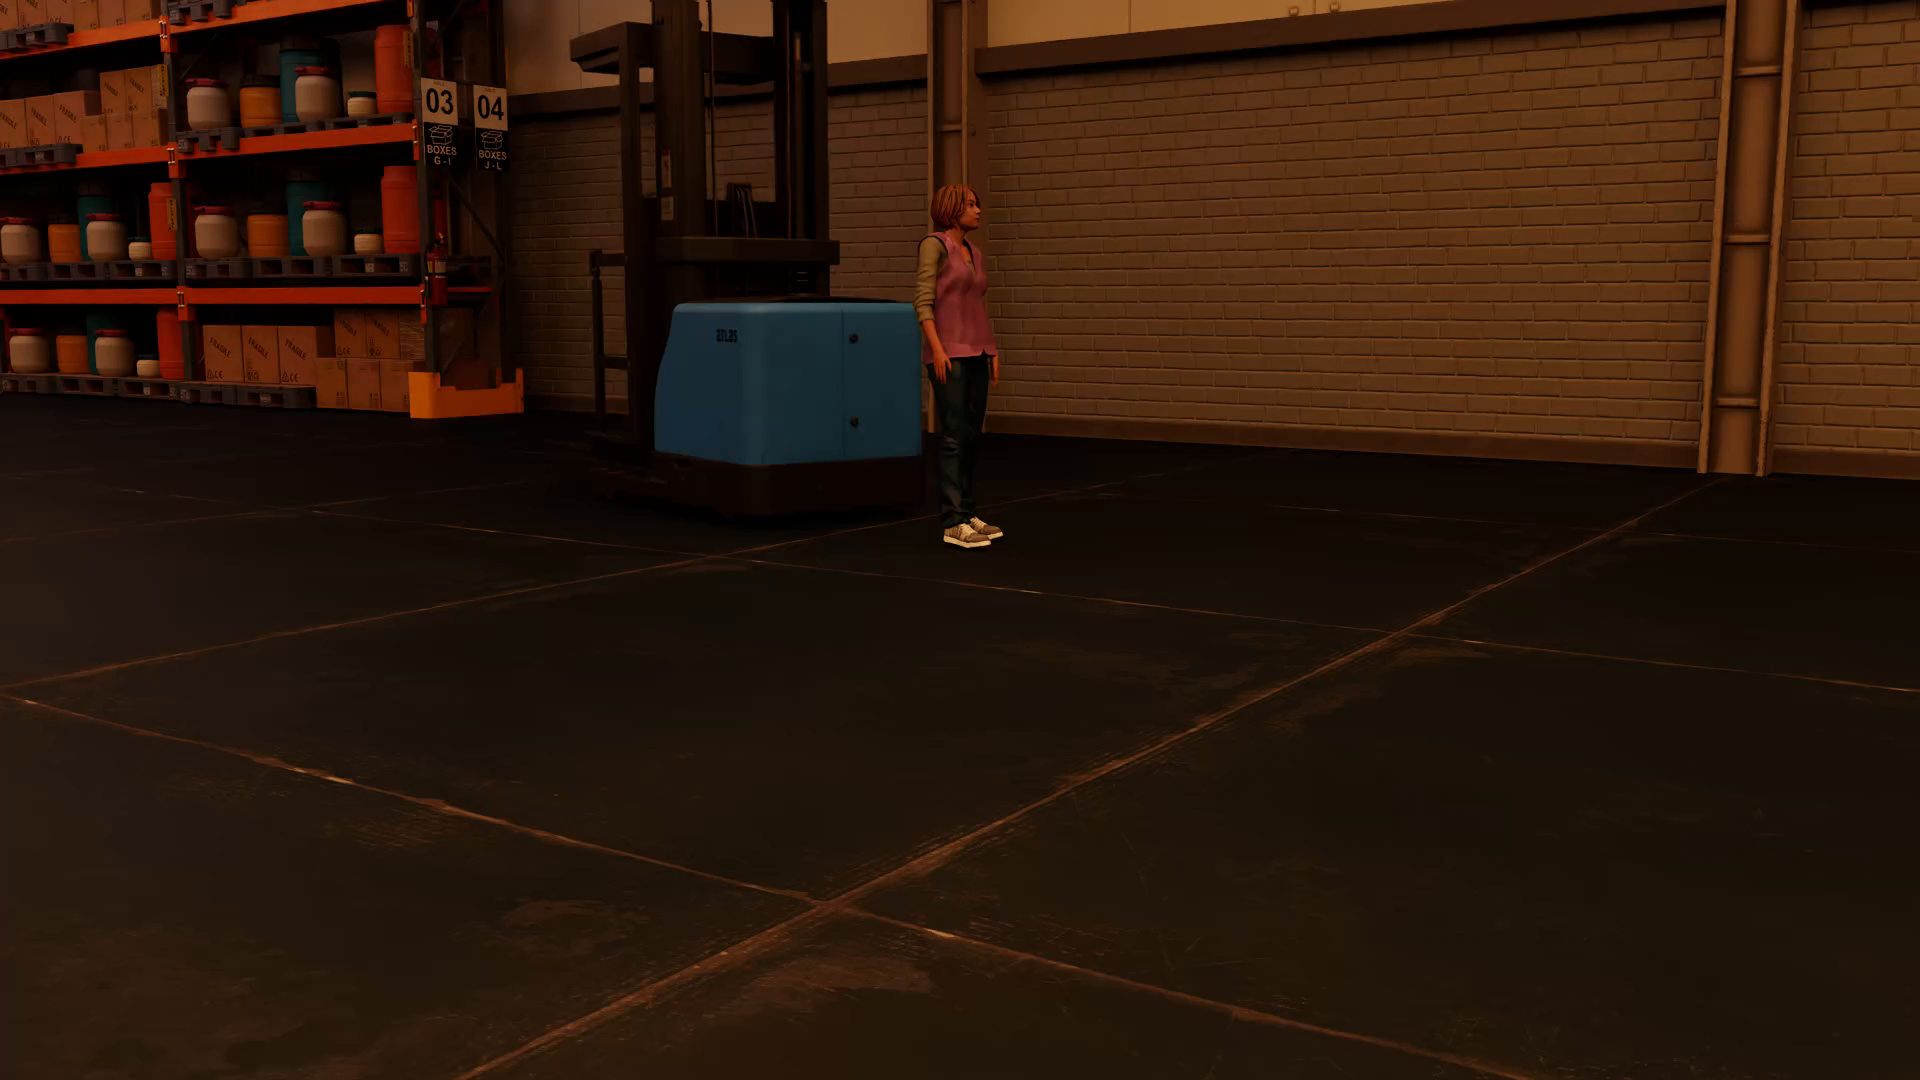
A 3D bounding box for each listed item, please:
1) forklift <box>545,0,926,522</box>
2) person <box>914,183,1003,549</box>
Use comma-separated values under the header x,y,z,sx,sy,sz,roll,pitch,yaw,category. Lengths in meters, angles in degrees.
x,y,z,sx,sy,sz,roll,pitch,yaw,category
-1.440,-1.703,9.171,1.130,2.935,3.031,-6,10,-35,forklift
0.053,-0.790,7.438,0.475,1.596,0.520,5,10,34,person
